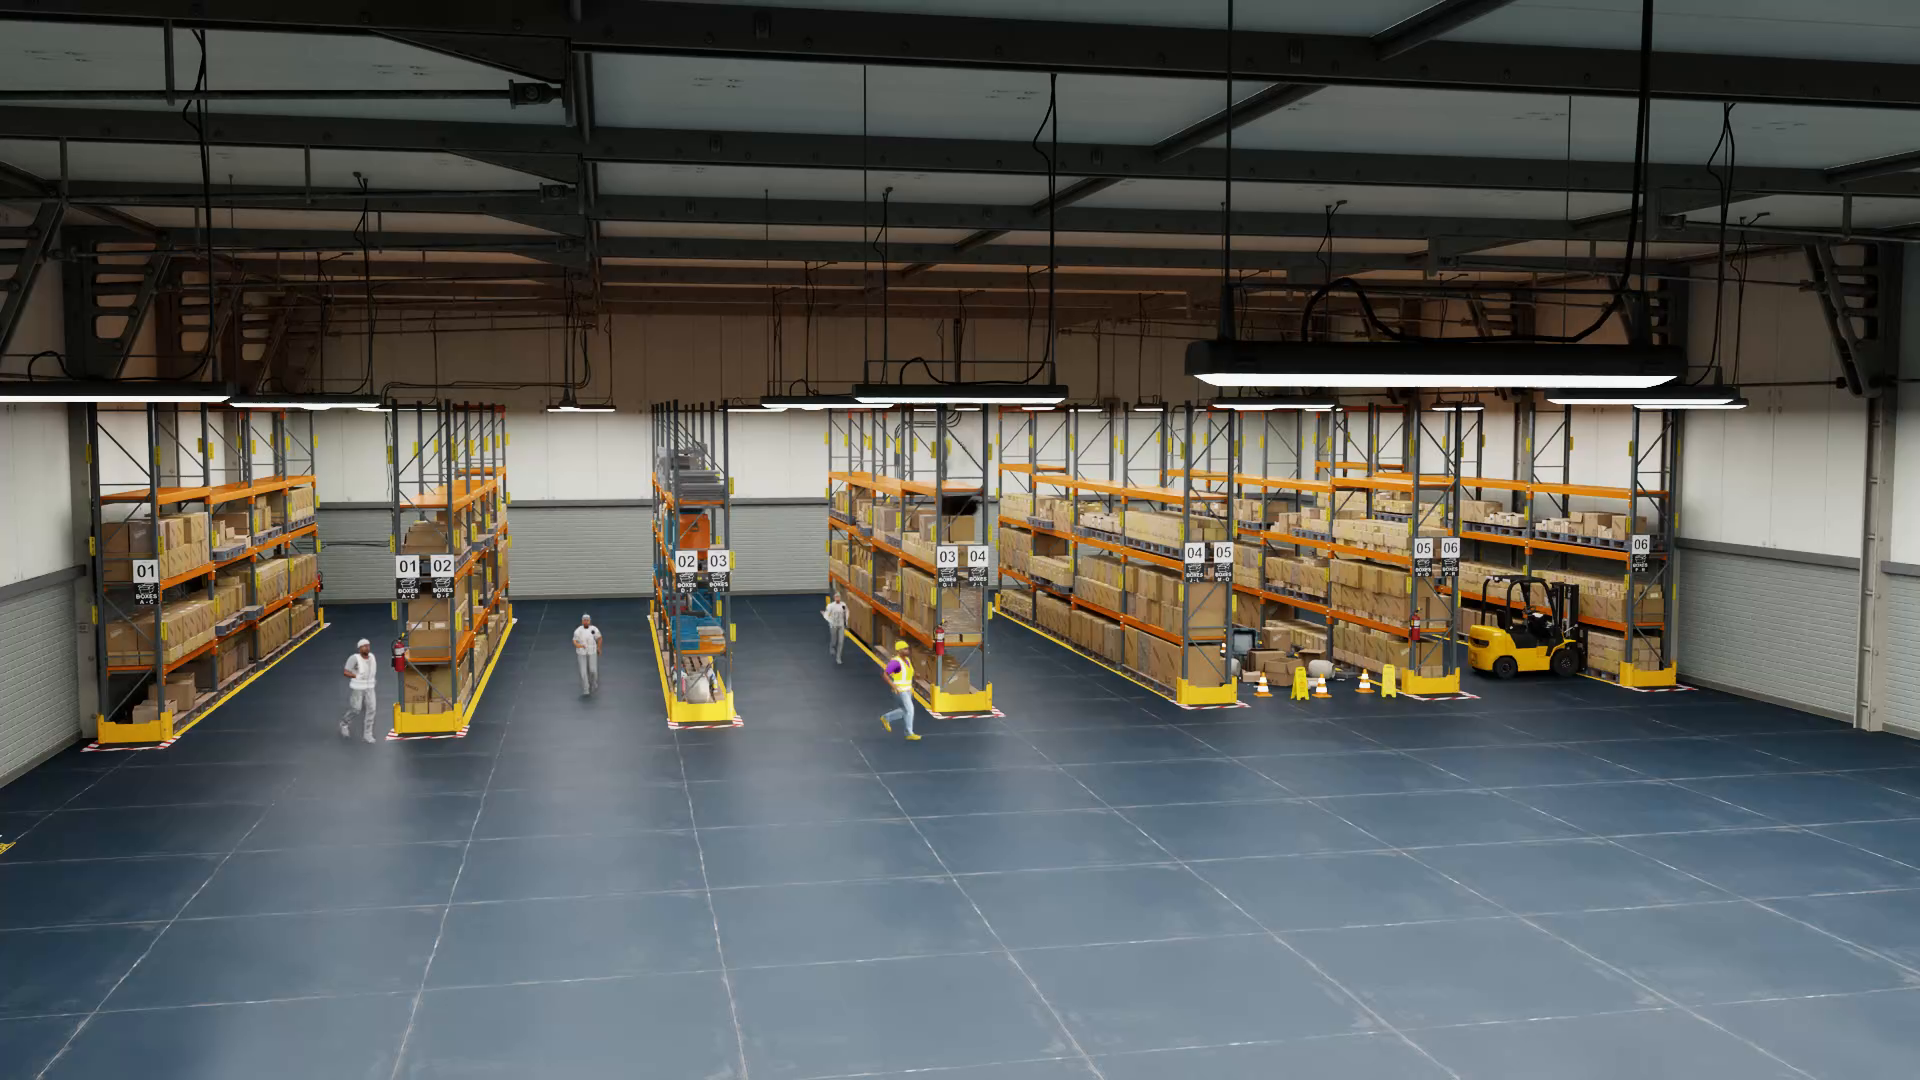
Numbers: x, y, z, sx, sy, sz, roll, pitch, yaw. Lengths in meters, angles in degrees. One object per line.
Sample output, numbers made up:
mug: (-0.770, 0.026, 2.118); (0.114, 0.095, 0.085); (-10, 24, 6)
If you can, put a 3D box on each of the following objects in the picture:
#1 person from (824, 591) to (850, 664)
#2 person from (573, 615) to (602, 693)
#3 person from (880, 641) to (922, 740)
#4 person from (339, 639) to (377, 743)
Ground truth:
person: (-2.845, 2.008, 38.556); (0.627, 1.698, 0.761); (-1, 4, -16)
person: (-7.614, 2.342, 34.025); (0.592, 1.629, 0.577); (-1, 4, -13)
person: (-1.062, 2.640, 29.298); (0.822, 1.742, 0.705); (2, 5, 22)
person: (-10.532, 2.634, 29.255); (0.864, 1.803, 0.694); (3, 5, 35)
